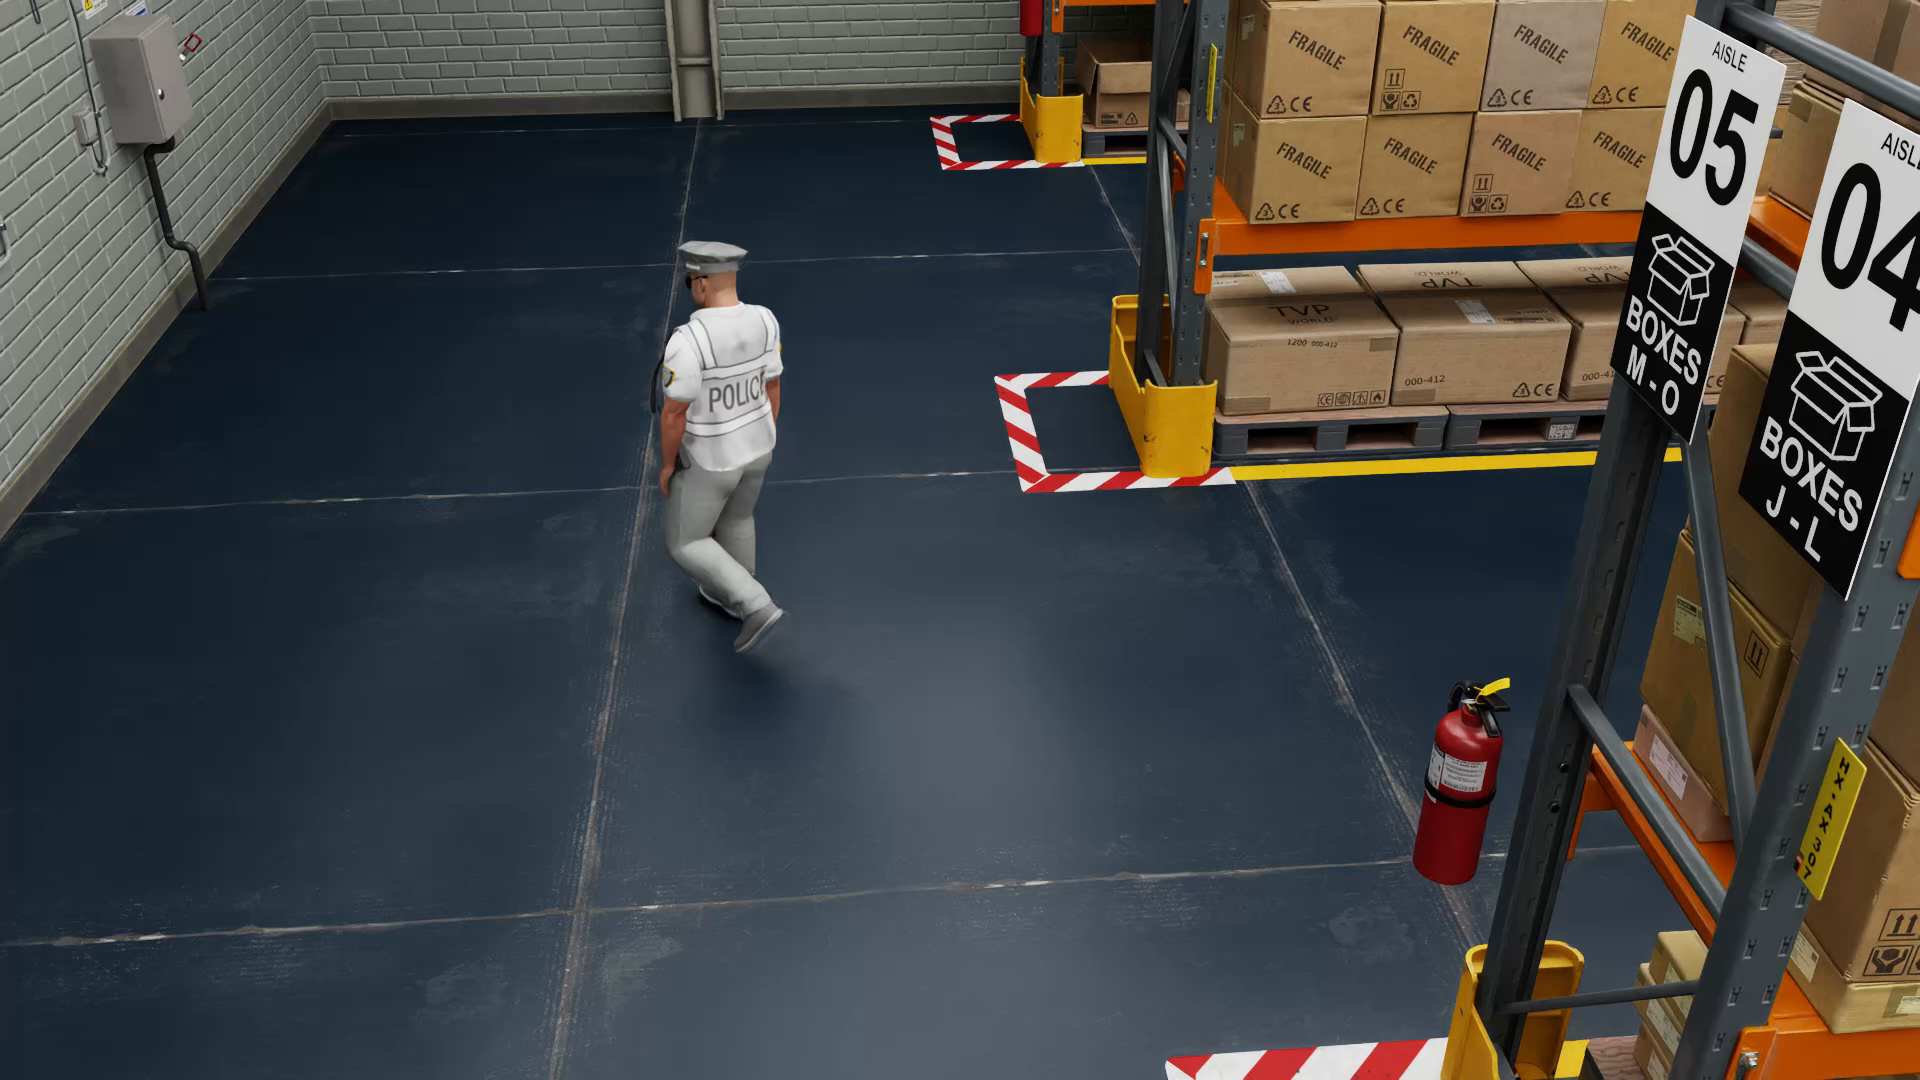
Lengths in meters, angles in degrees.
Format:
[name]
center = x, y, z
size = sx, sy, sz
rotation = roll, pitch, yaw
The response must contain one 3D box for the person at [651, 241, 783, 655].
[person]
center = -0.955, -0.358, 6.705
size = 0.726, 1.725, 0.559
rotation = 24, 38, 34
